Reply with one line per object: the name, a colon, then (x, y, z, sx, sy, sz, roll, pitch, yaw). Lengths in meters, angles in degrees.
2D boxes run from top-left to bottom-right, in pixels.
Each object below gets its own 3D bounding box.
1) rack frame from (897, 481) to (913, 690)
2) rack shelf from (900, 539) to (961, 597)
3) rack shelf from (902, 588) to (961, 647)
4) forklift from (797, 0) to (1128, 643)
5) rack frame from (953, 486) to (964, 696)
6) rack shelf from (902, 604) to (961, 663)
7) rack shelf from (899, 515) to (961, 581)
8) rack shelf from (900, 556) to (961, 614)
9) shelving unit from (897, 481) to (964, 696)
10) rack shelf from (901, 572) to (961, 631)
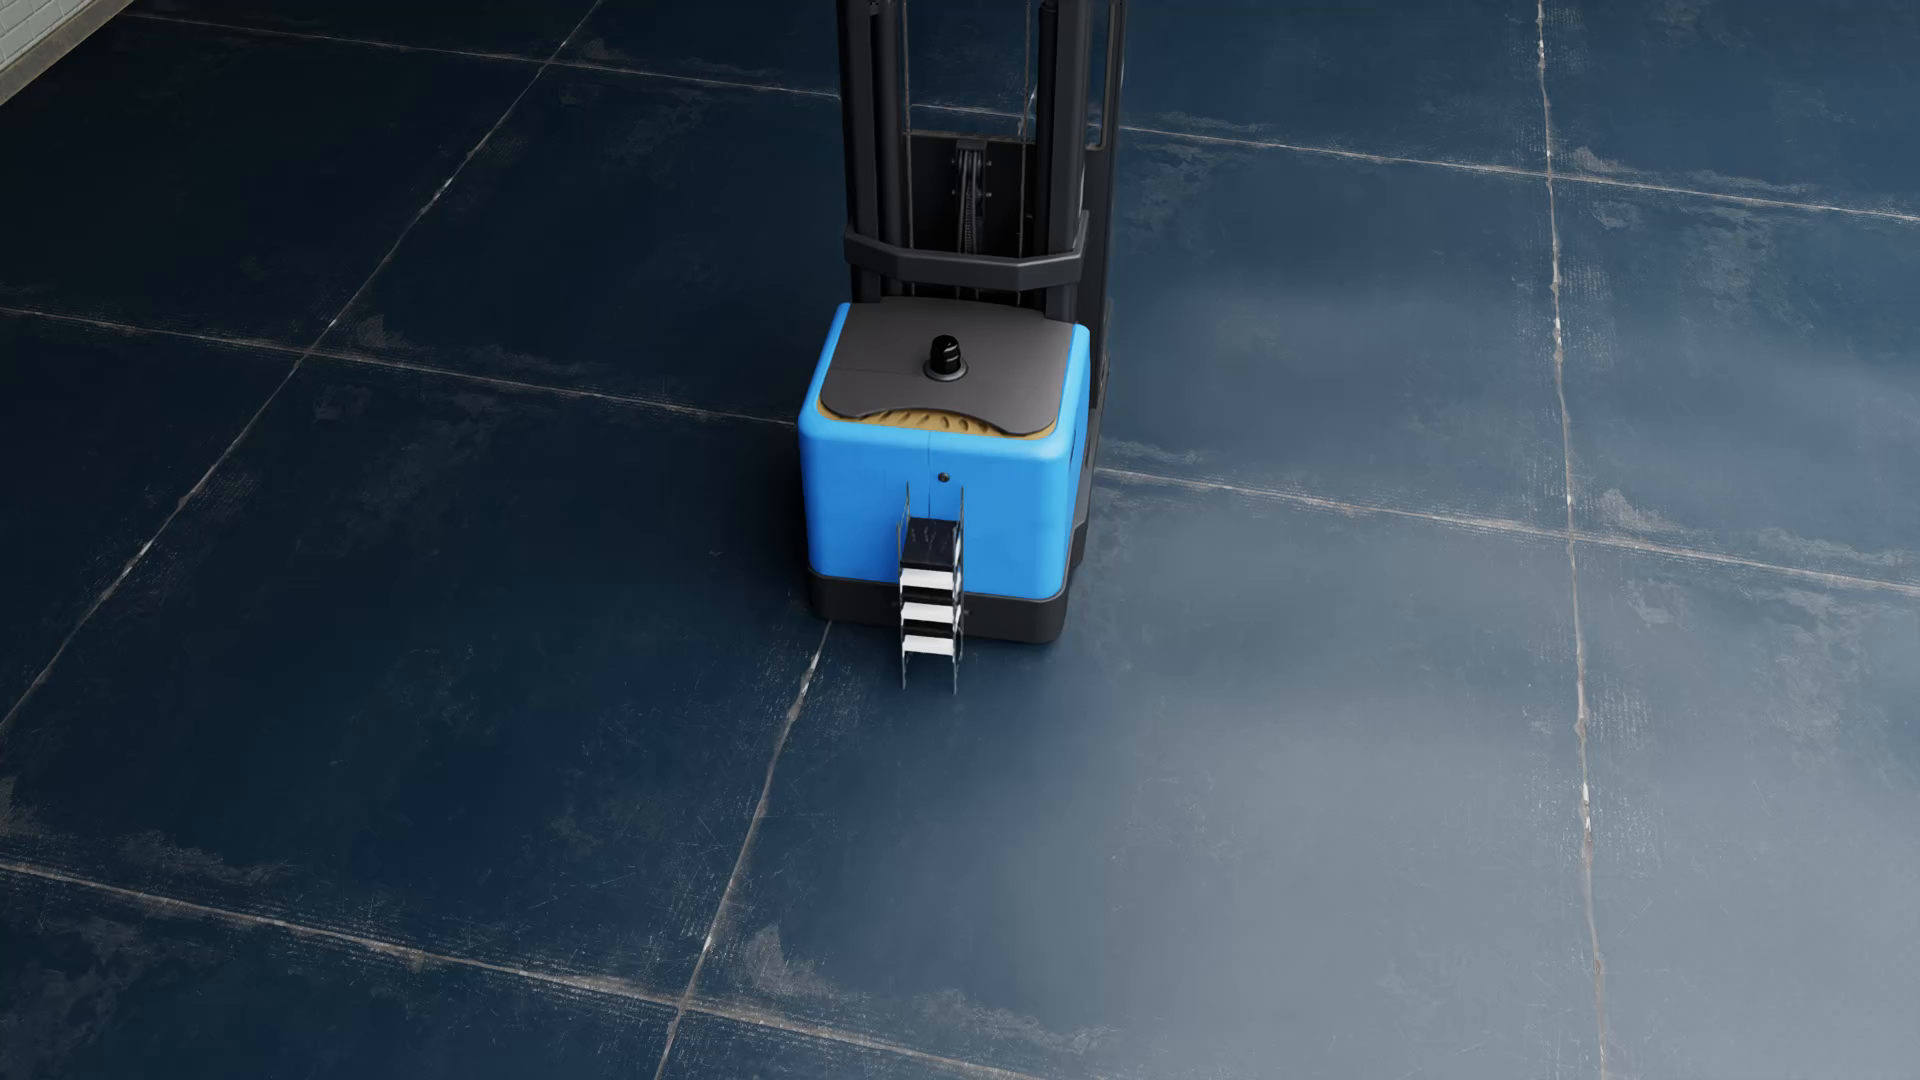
rack frame: (-0.207, 0.189, 6.364, 0.006, 0.900, 0.240, 5, 44, 6)
rack shelf: (-0.107, 0.093, 6.253, 0.200, 0.077, 0.258, 5, 44, 6)
rack shelf: (-0.107, 0.288, 6.440, 0.200, 0.077, 0.258, 5, 44, 6)
forklift: (0.118, -1.673, 6.835, 1.130, 2.935, 3.031, 6, 44, 6)
rack frame: (-0.006, 0.208, 6.345, 0.006, 0.900, 0.240, 5, 44, 6)
rack shelf: (-0.107, 0.353, 6.502, 0.200, 0.077, 0.258, 5, 44, 6)
rack shelf: (-0.107, 0.028, 6.190, 0.200, 0.077, 0.258, 5, 44, 6)
rack shelf: (-0.107, 0.158, 6.315, 0.200, 0.077, 0.258, 5, 44, 6)
shelving unit: (-0.107, 0.199, 6.354, 0.210, 0.900, 0.258, 5, 44, 6)
rack shelf: (-0.107, 0.223, 6.378, 0.200, 0.077, 0.258, 5, 44, 6)
